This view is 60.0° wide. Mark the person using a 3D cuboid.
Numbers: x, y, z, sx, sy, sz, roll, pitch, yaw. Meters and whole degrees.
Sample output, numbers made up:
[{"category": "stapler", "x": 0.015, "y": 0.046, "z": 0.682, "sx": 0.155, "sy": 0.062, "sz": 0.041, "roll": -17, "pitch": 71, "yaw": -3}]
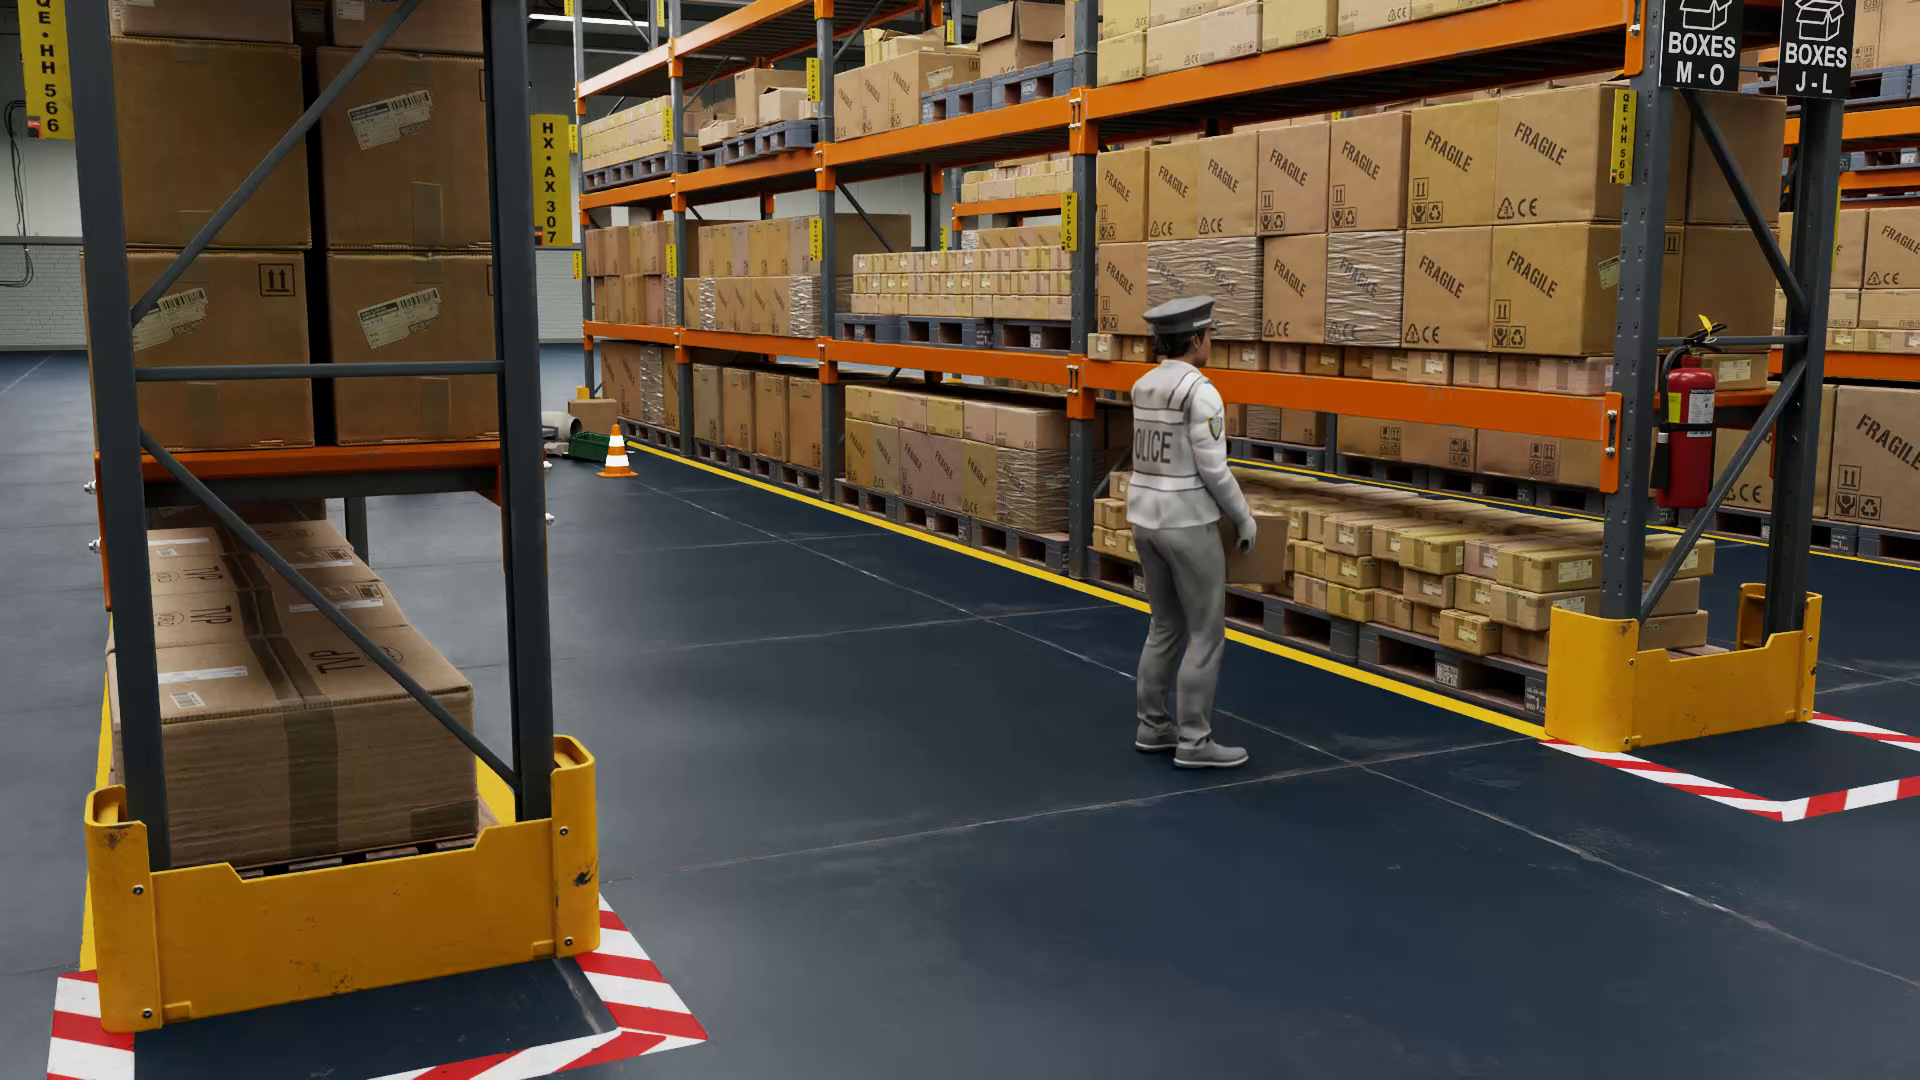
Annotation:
[{"category": "person", "x": 0.824, "y": -0.038, "z": 6.021, "sx": 0.411, "sy": 1.684, "sz": 0.500, "roll": -4, "pitch": 10, "yaw": -27}]
